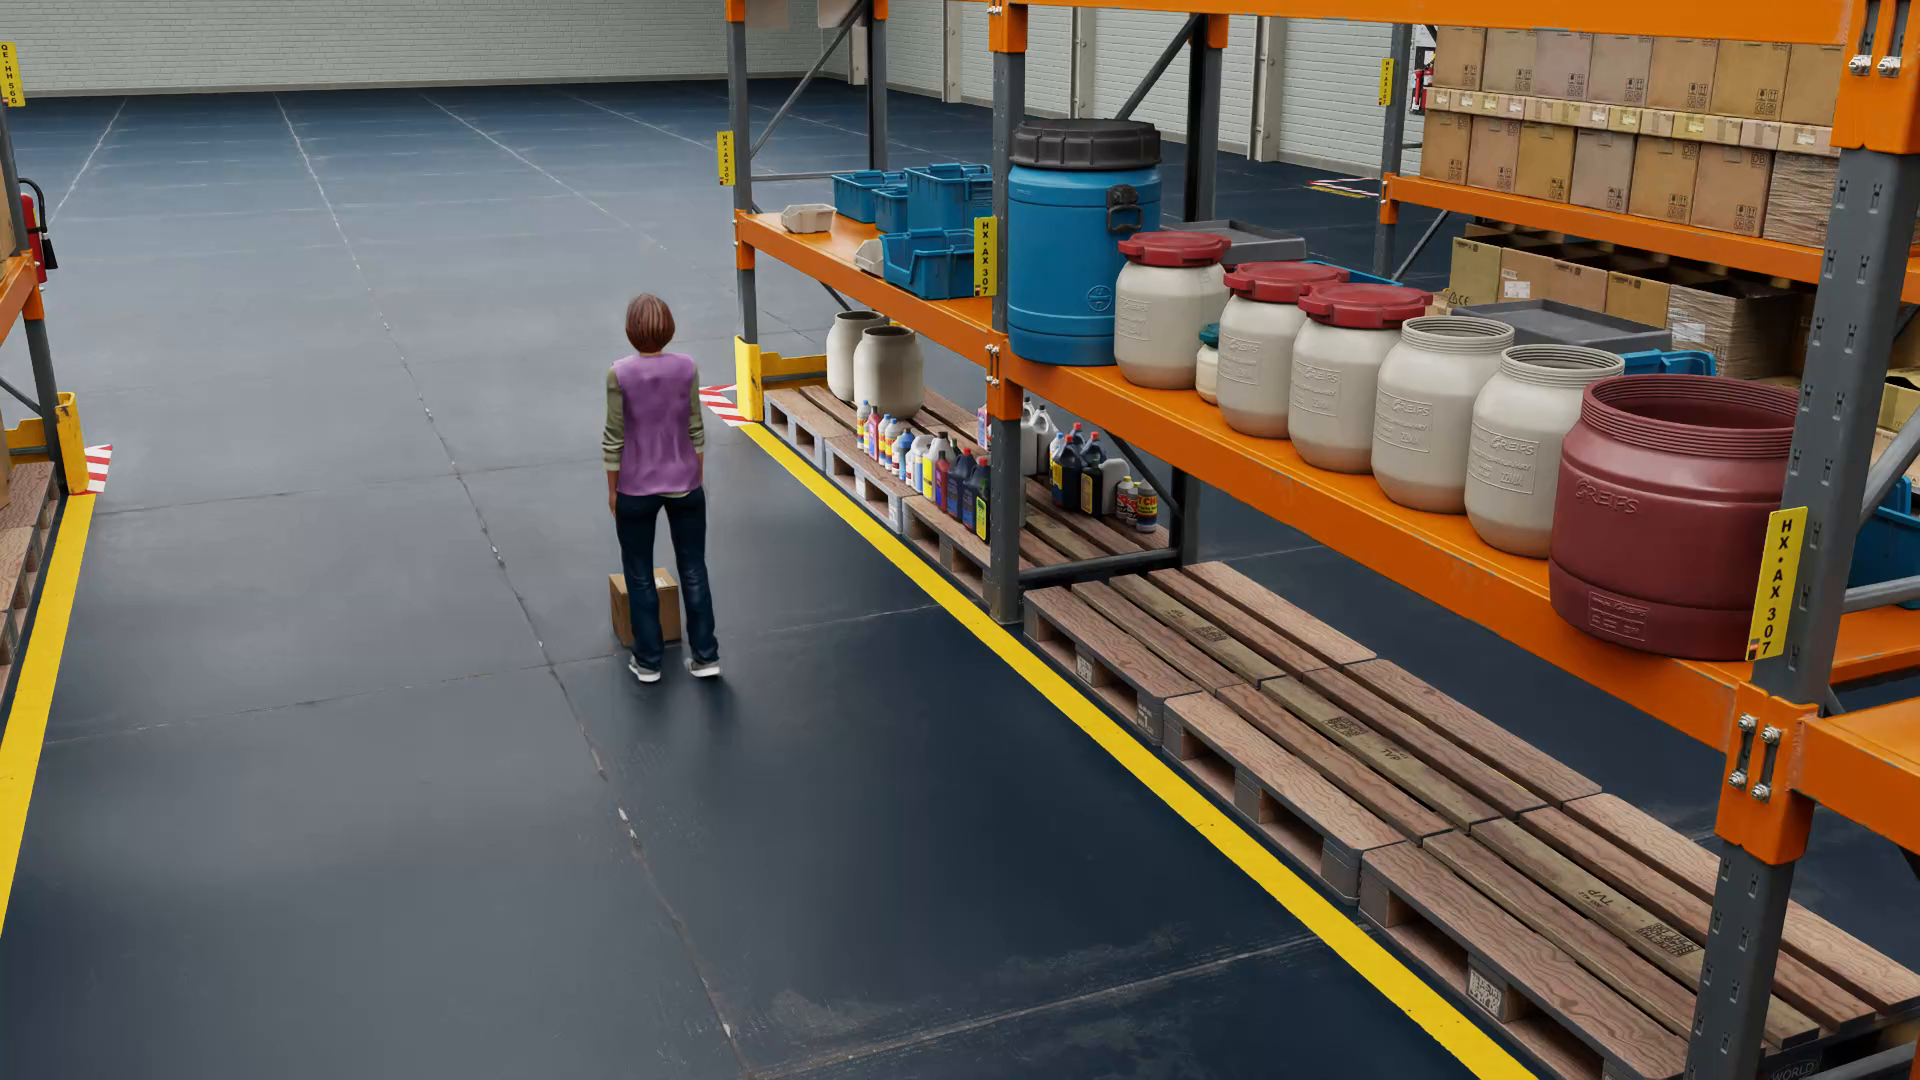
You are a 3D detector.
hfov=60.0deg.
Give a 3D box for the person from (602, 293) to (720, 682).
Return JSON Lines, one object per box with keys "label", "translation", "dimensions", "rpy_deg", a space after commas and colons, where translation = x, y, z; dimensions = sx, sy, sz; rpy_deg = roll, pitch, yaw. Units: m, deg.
{"label": "person", "translation": [-1.214, -0.183, 6.656], "dimensions": [0.409, 1.629, 0.349], "rpy_deg": [-7, 20, -20]}
